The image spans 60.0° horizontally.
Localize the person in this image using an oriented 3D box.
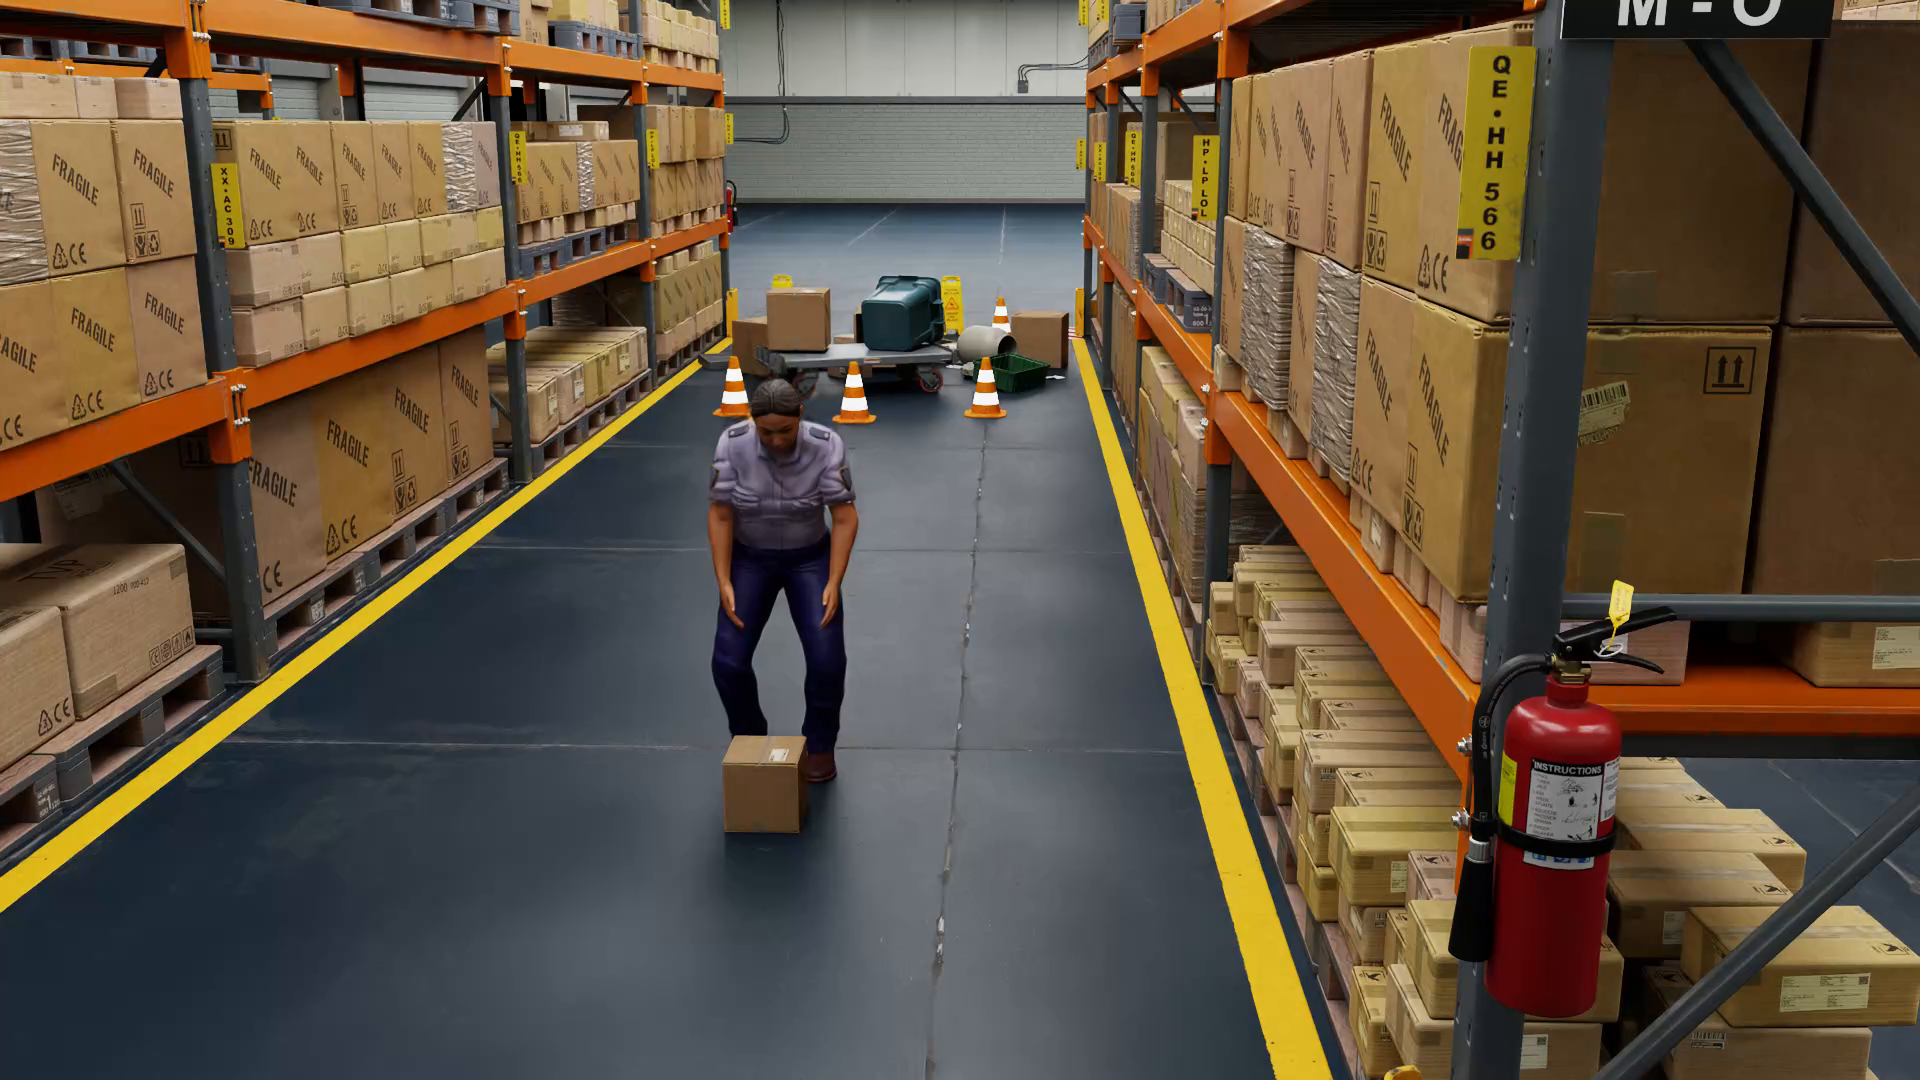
[{"bbox_3d":[-0.615,0.130,5.909,0.528,1.469,0.573,1,14,2],"label":"person"}]
